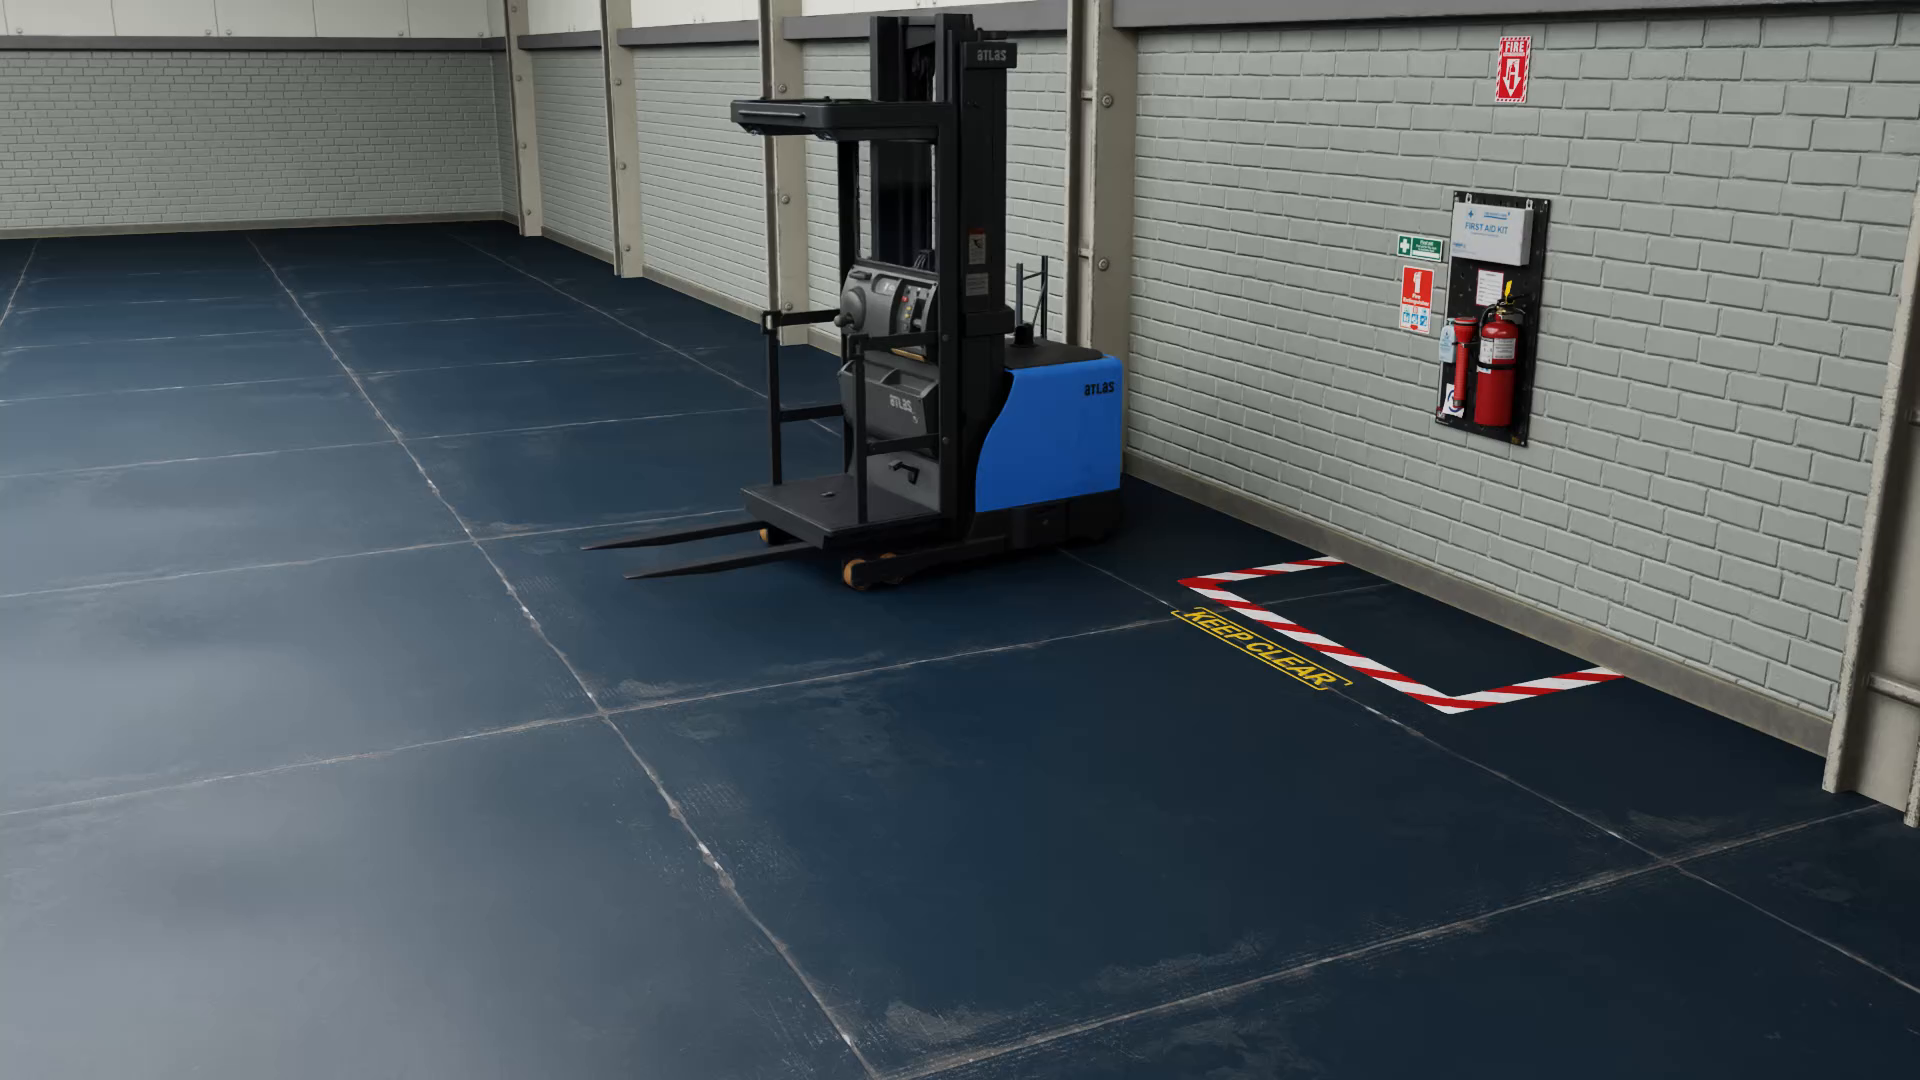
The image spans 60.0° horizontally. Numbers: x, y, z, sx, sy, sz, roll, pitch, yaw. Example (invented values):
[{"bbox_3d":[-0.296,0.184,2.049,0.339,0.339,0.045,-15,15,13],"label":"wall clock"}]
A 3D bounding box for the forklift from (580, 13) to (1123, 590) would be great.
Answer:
[{"bbox_3d":[-0.566,-1.308,8.996,3.031,2.935,1.130,-10,19,-31],"label":"forklift"}]

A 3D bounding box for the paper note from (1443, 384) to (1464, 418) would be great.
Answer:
[{"bbox_3d":[2.484,-0.701,8.353,0.016,0.148,0.142,-8,18,-25],"label":"paper note"}]

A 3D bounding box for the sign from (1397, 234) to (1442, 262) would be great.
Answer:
[{"bbox_3d":[2.344,-1.491,8.485,0.001,0.109,0.331,-8,18,-25],"label":"sign"}]

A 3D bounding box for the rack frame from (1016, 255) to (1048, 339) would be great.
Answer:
[{"bbox_3d":[0.456,-1.047,10.681,0.032,1.500,0.500,7,17,22],"label":"rack frame"}]

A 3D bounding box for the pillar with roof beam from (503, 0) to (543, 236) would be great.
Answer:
[{"bbox_3d":[-10.837,-8.769,23.995,9.100,9.000,0.400,-8,18,-25],"label":"pillar with roof beam"}]

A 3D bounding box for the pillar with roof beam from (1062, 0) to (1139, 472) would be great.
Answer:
[{"bbox_3d":[-2.951,-4.306,8.442,9.100,9.000,0.400,-8,18,-25],"label":"pillar with roof beam"}]

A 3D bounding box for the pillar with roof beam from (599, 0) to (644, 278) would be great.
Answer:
[{"bbox_3d":[-8.208,-7.282,18.810,9.100,9.000,0.400,-8,18,-25],"label":"pillar with roof beam"}]

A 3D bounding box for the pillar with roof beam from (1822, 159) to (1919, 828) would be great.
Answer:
[{"bbox_3d":[-0.322,-2.818,3.257,9.100,9.000,0.400,-8,18,-25],"label":"pillar with roof beam"}]

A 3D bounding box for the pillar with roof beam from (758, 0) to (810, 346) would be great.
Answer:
[{"bbox_3d":[-5.579,-5.794,13.626,9.100,9.000,0.400,-8,18,-25],"label":"pillar with roof beam"}]

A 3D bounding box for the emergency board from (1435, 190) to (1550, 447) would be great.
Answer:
[{"bbox_3d":[2.499,-1.072,8.049,0.194,1.169,0.643,-8,18,-25],"label":"emergency board"}]

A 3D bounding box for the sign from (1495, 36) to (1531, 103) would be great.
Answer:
[{"bbox_3d":[2.585,-2.201,7.778,0.001,0.298,0.199,-8,18,-25],"label":"sign"}]

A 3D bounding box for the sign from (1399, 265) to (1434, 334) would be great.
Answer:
[{"bbox_3d":[2.350,-1.239,8.565,0.001,0.329,0.234,-8,18,-25],"label":"sign"}]

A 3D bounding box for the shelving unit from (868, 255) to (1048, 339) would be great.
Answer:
[{"bbox_3d":[-0.004,-1.101,10.867,1.083,1.500,0.587,7,17,22],"label":"shelving unit"}]

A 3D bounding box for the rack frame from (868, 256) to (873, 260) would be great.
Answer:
[{"bbox_3d":[-0.481,-1.156,11.059,0.032,1.500,0.500,7,17,22],"label":"rack frame"}]
